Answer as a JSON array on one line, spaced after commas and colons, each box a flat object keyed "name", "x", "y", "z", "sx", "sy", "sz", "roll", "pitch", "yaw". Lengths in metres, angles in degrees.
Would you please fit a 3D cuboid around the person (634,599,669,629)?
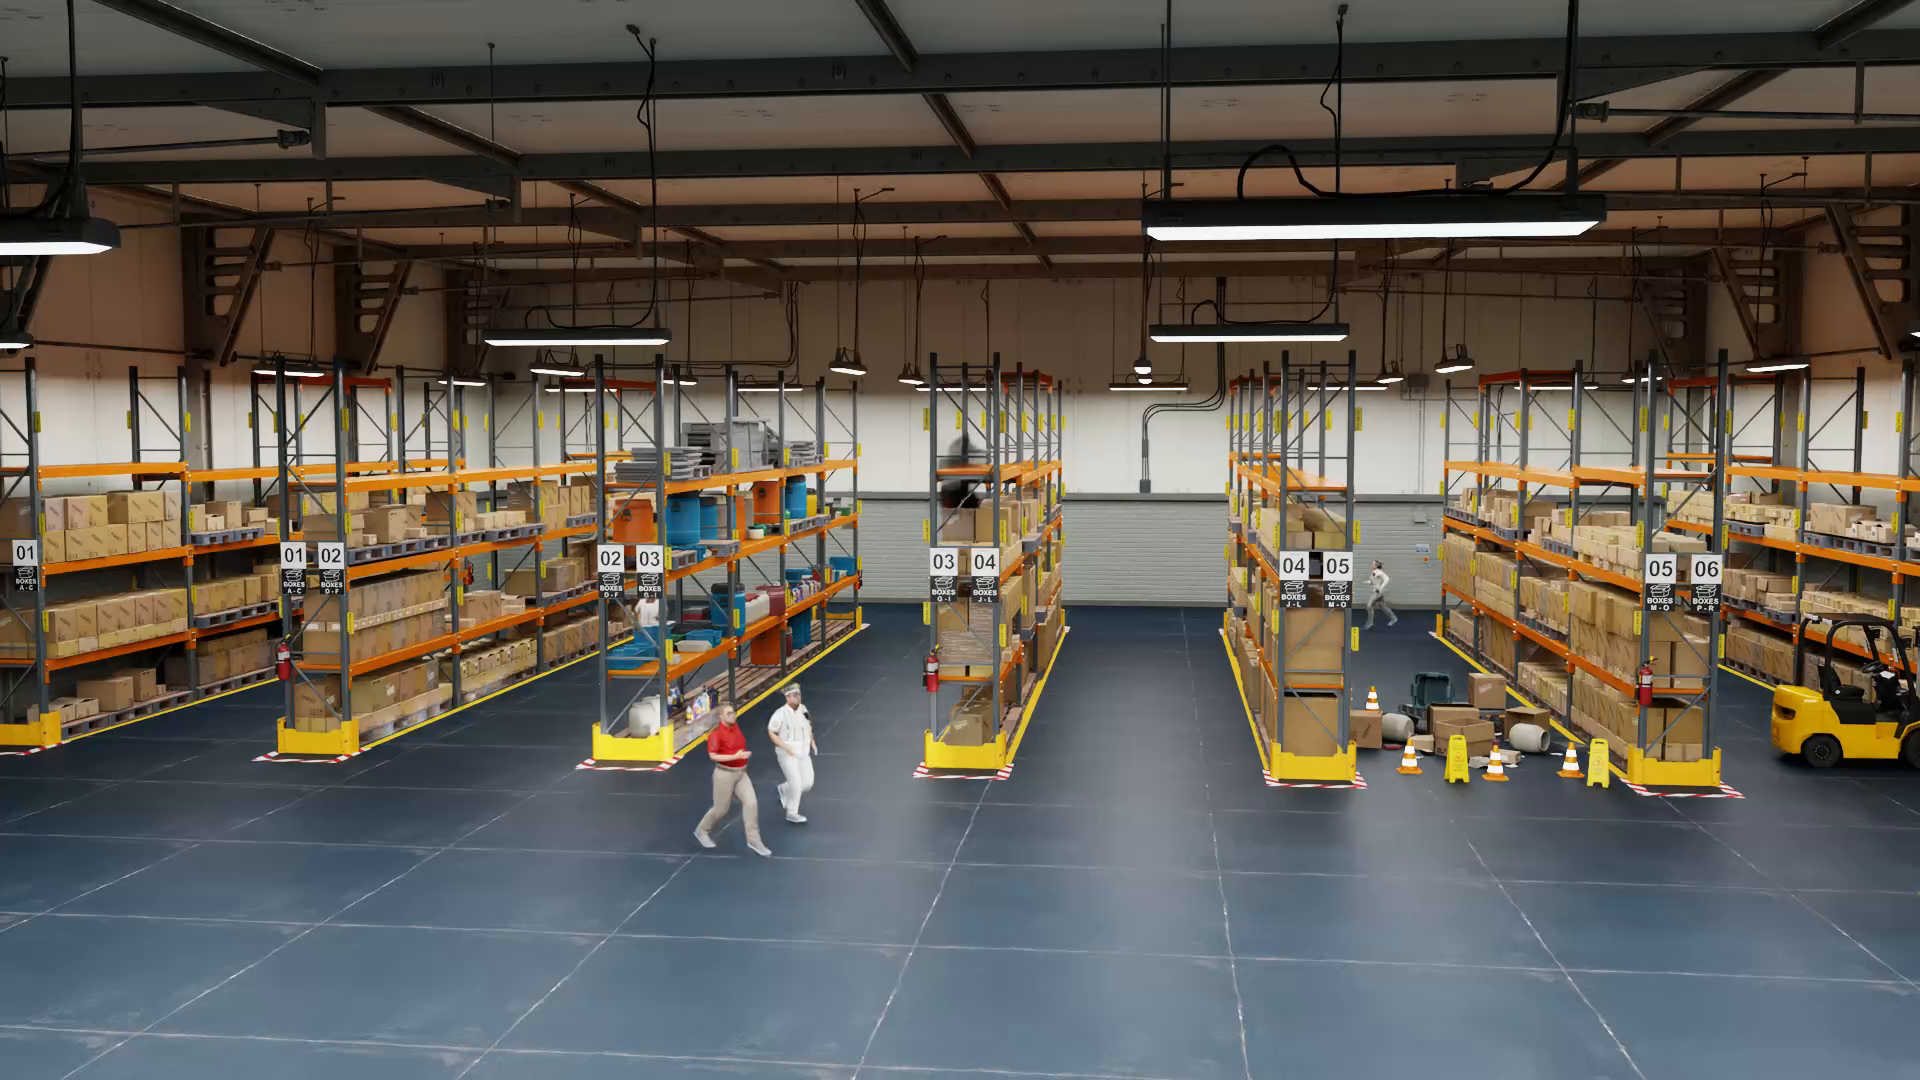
[{"name": "person", "x": -6.180, "y": 1.778, "z": 33.226, "sx": 0.714, "sy": 1.745, "sz": 0.907, "roll": 0, "pitch": 4, "yaw": -3}]

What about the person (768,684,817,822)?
[{"name": "person", "x": -2.131, "y": 2.651, "z": 20.908, "sx": 0.632, "sy": 1.728, "sz": 0.710, "roll": 4, "pitch": 5, "yaw": 41}]

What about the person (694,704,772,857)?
[{"name": "person", "x": -2.648, "y": 2.776, "z": 19.328, "sx": 0.977, "sy": 1.736, "sz": 0.669, "roll": 3, "pitch": 5, "yaw": 34}]

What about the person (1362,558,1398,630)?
[{"name": "person", "x": 10.165, "y": 1.317, "z": 40.195, "sx": 0.881, "sy": 1.739, "sz": 0.624, "roll": 1, "pitch": 4, "yaw": 8}]
